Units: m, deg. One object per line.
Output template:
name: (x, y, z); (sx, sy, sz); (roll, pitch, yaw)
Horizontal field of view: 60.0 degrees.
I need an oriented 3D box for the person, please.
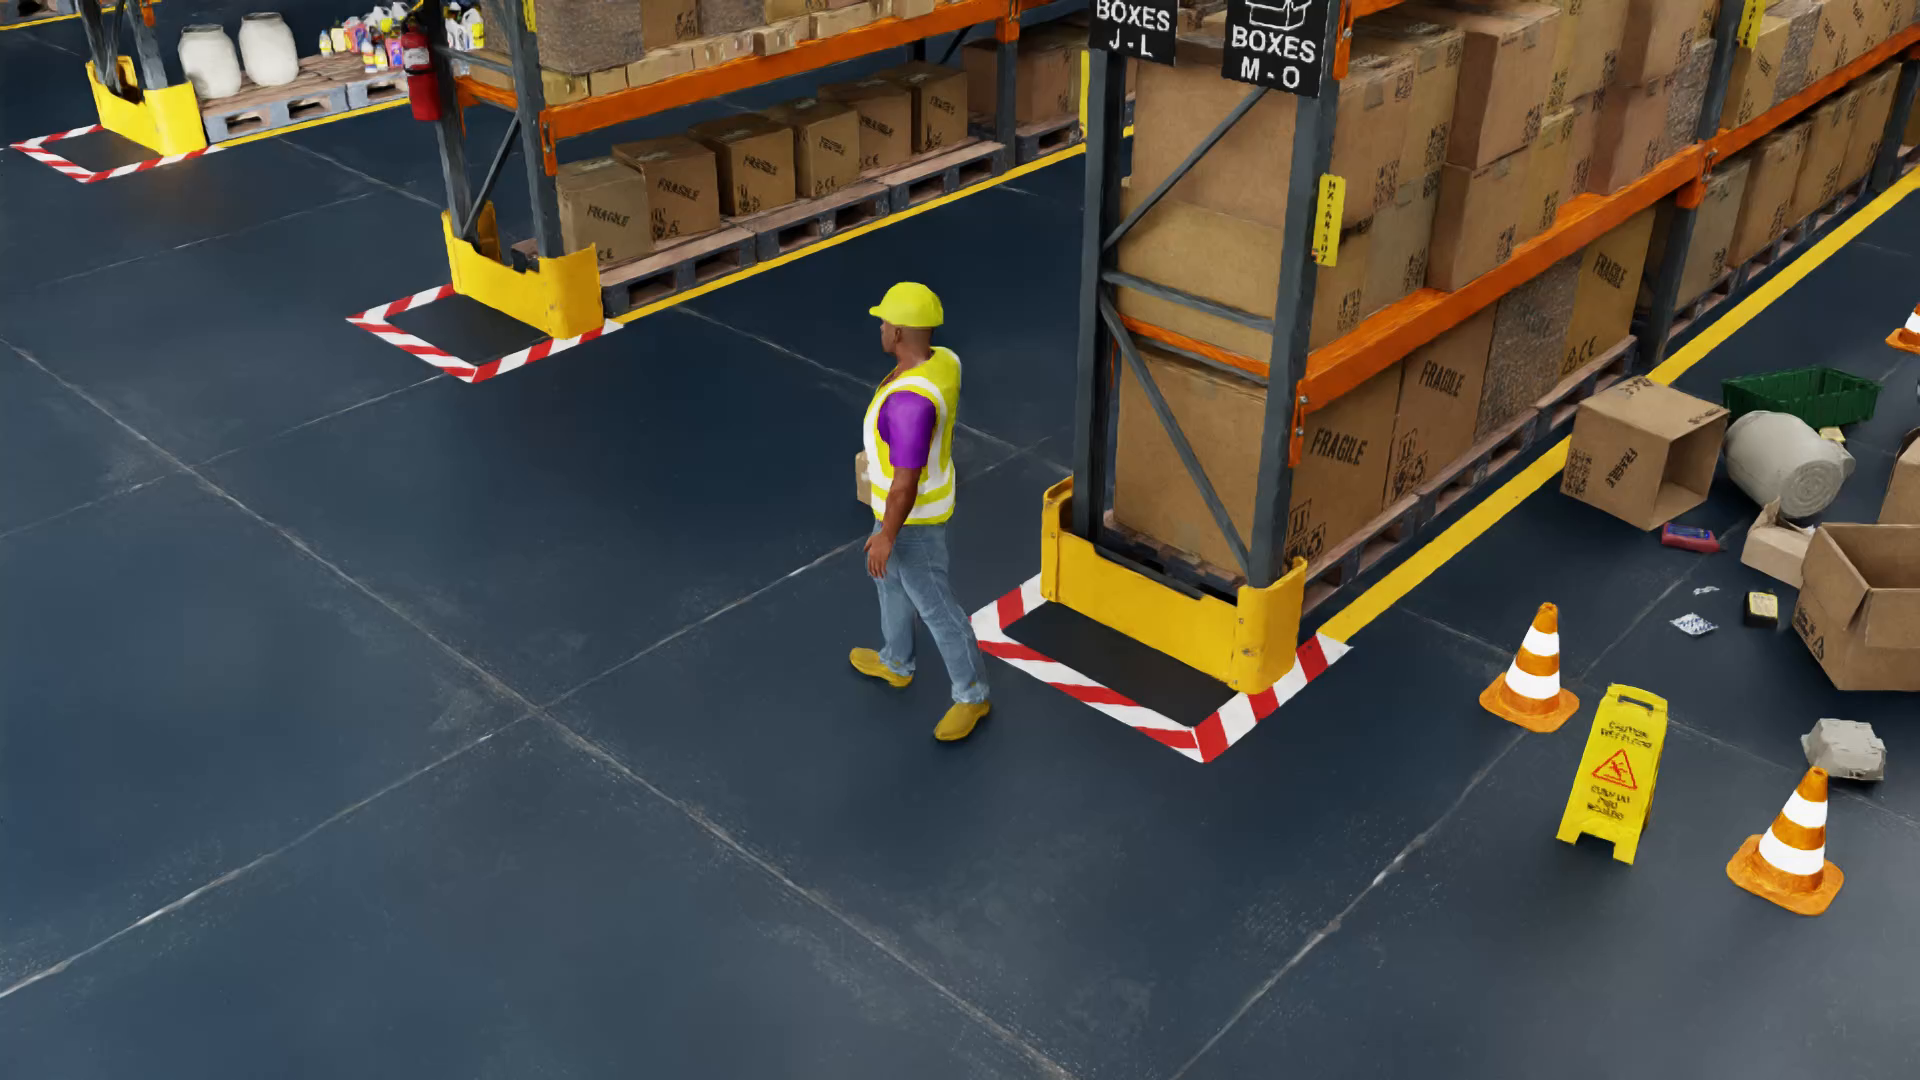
person: (-0.173, -0.132, 6.334); (0.602, 1.759, 0.743); (2, 31, 3)
